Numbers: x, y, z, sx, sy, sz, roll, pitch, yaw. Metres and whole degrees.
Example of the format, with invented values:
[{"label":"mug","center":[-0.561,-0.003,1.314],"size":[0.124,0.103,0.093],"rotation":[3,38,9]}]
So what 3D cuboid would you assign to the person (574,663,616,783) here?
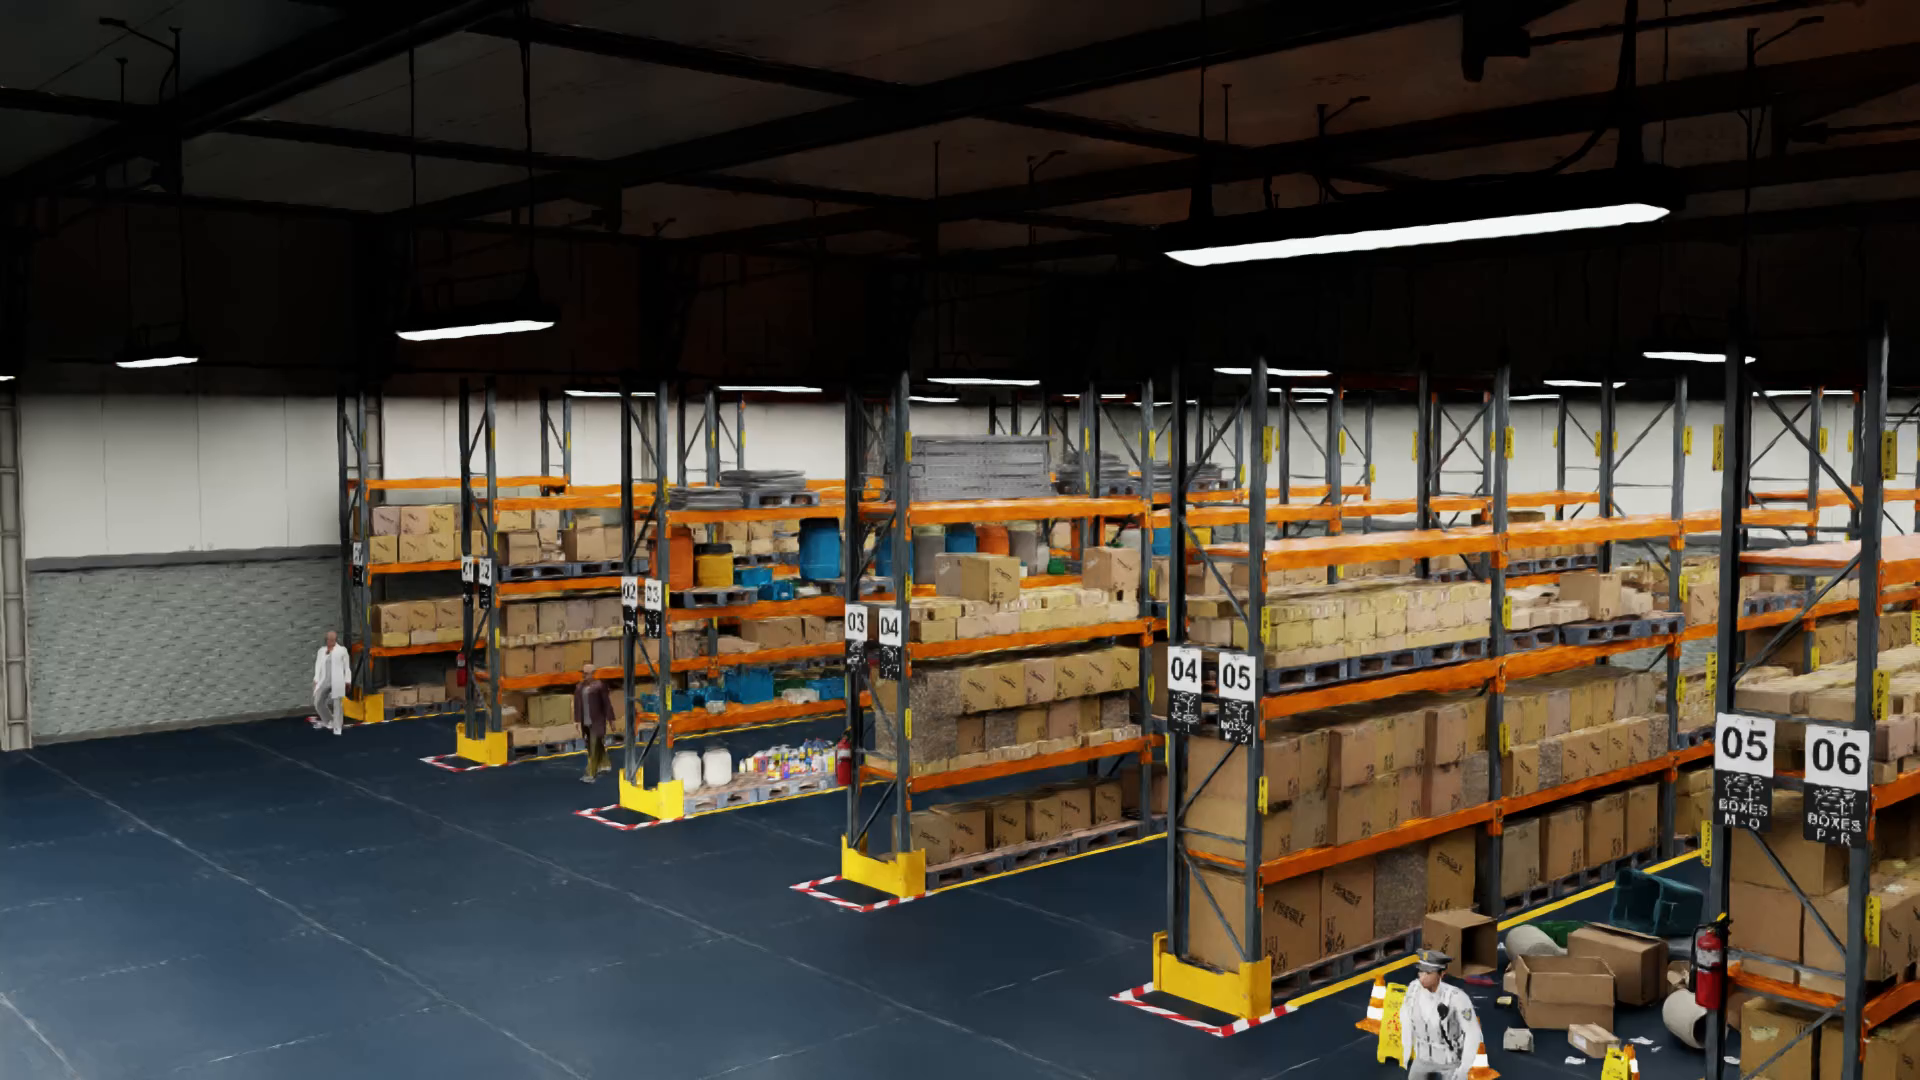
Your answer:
[{"label":"person","center":[-5.454,2.686,24.625],"size":[0.631,1.736,1.030],"rotation":[2,4,25]}]

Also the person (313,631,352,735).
[{"label":"person","center":[-10.745,2.418,28.348],"size":[0.774,1.768,0.535],"rotation":[1,4,9]}]

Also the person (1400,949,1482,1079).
[{"label":"person","center":[3.318,3.599,11.526],"size":[0.512,1.632,0.639],"rotation":[-4,5,-44]}]
